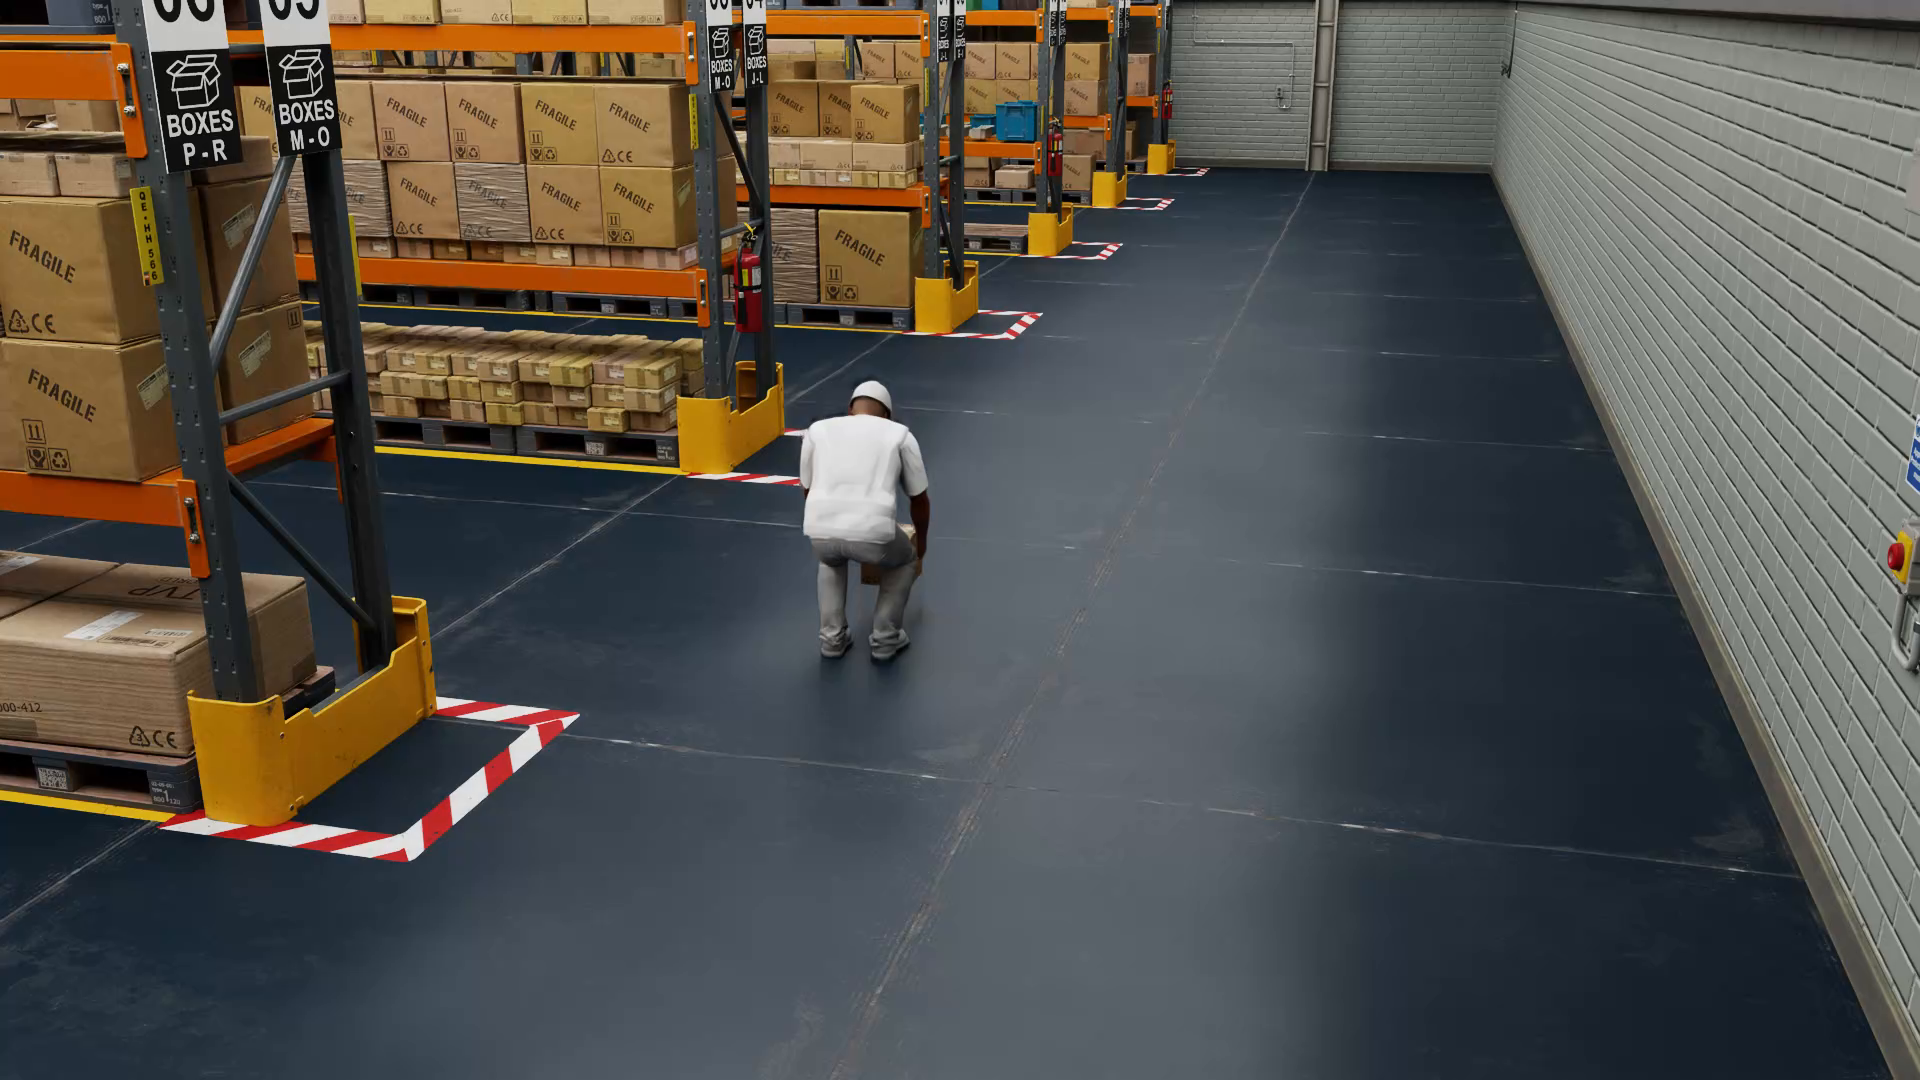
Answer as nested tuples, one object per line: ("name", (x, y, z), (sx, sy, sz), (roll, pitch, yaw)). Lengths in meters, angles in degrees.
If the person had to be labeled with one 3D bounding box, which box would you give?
("person", (-0.489, -0.086, 7.850), (0.623, 1.233, 0.831), (4, 19, 13))
